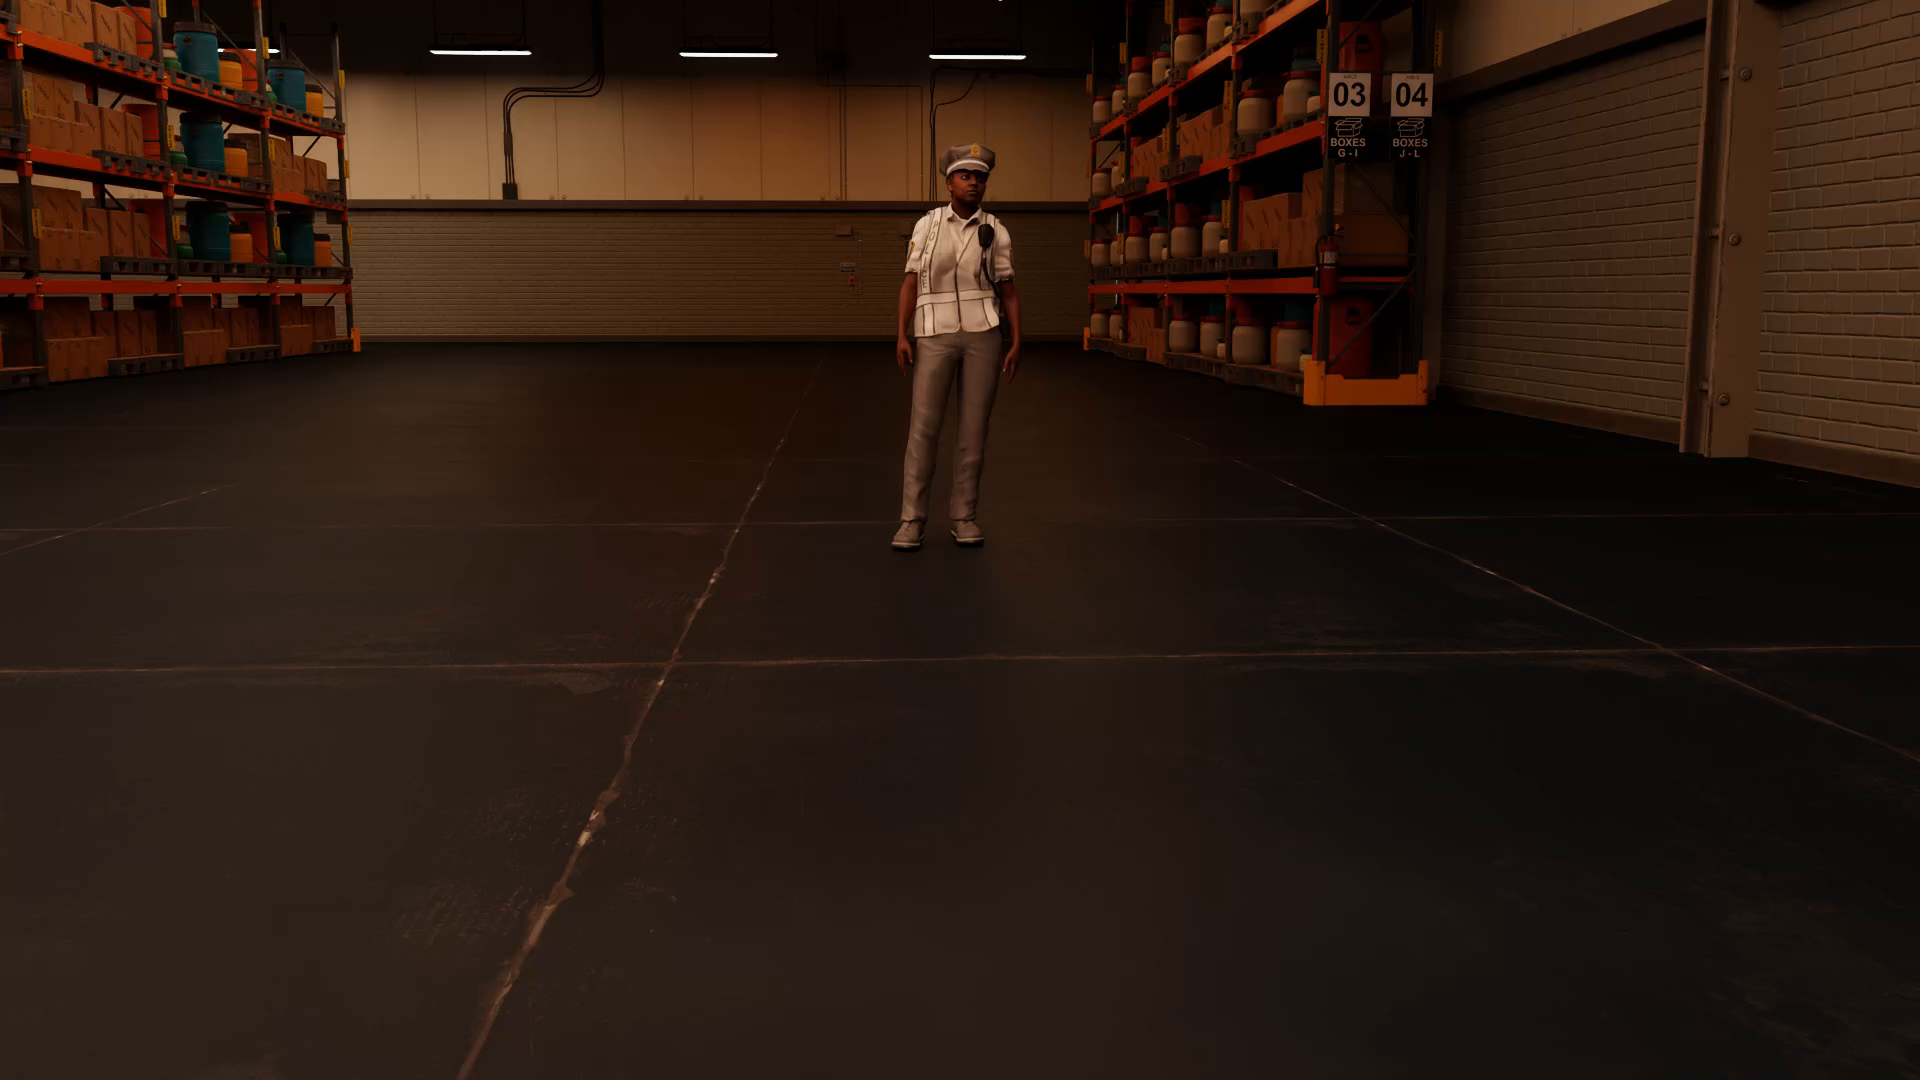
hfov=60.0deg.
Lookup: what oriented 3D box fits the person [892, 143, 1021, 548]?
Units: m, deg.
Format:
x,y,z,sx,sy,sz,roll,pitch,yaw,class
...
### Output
x,y,z,sx,sy,sz,roll,pitch,yaw,class
-0.015,-0.834,7.110,0.569,1.694,0.530,-1,8,-4,person
